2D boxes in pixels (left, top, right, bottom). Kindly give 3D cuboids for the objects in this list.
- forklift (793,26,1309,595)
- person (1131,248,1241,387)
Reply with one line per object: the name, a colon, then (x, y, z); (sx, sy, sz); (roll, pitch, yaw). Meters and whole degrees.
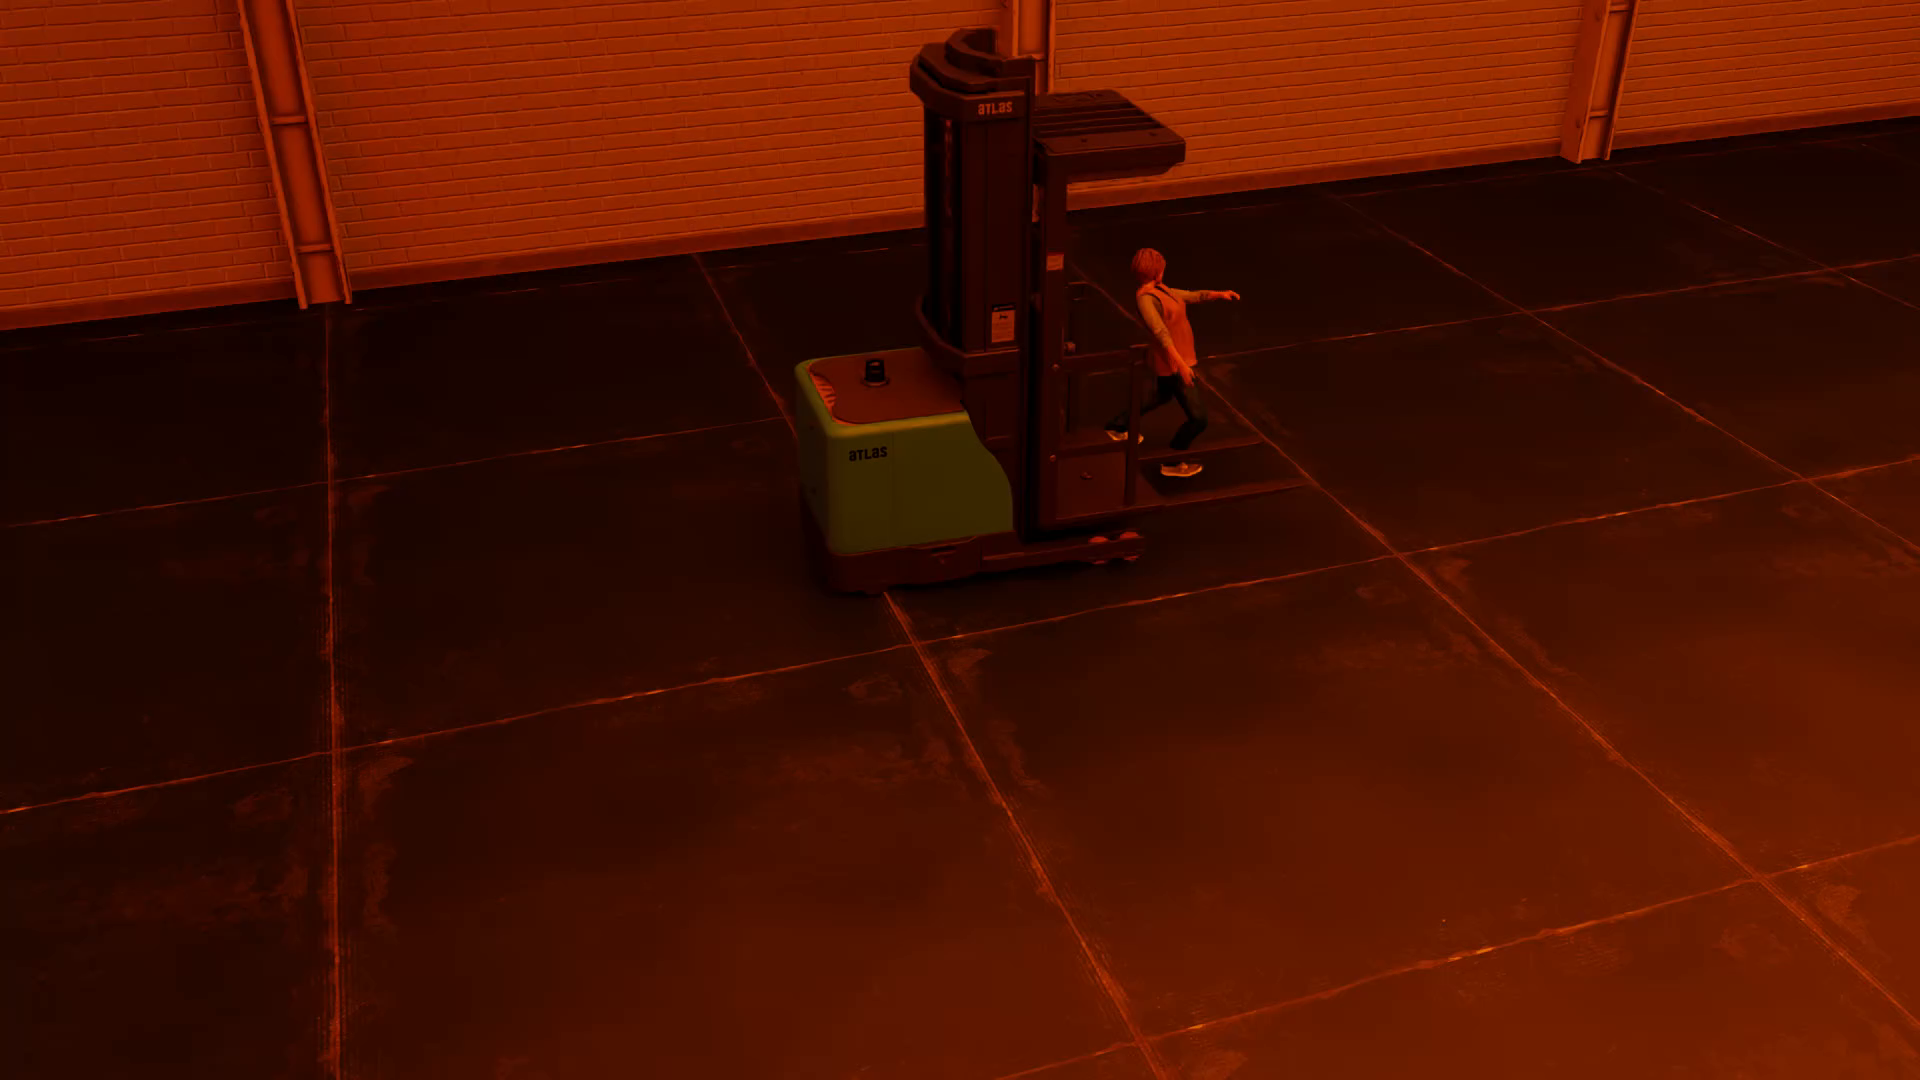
forklift: (0.590, -1.367, 9.462); (3.031, 2.935, 1.130); (-8, 31, -14)
person: (1.393, -1.333, 10.256); (0.655, 0.760, 0.715); (0, 30, -1)
